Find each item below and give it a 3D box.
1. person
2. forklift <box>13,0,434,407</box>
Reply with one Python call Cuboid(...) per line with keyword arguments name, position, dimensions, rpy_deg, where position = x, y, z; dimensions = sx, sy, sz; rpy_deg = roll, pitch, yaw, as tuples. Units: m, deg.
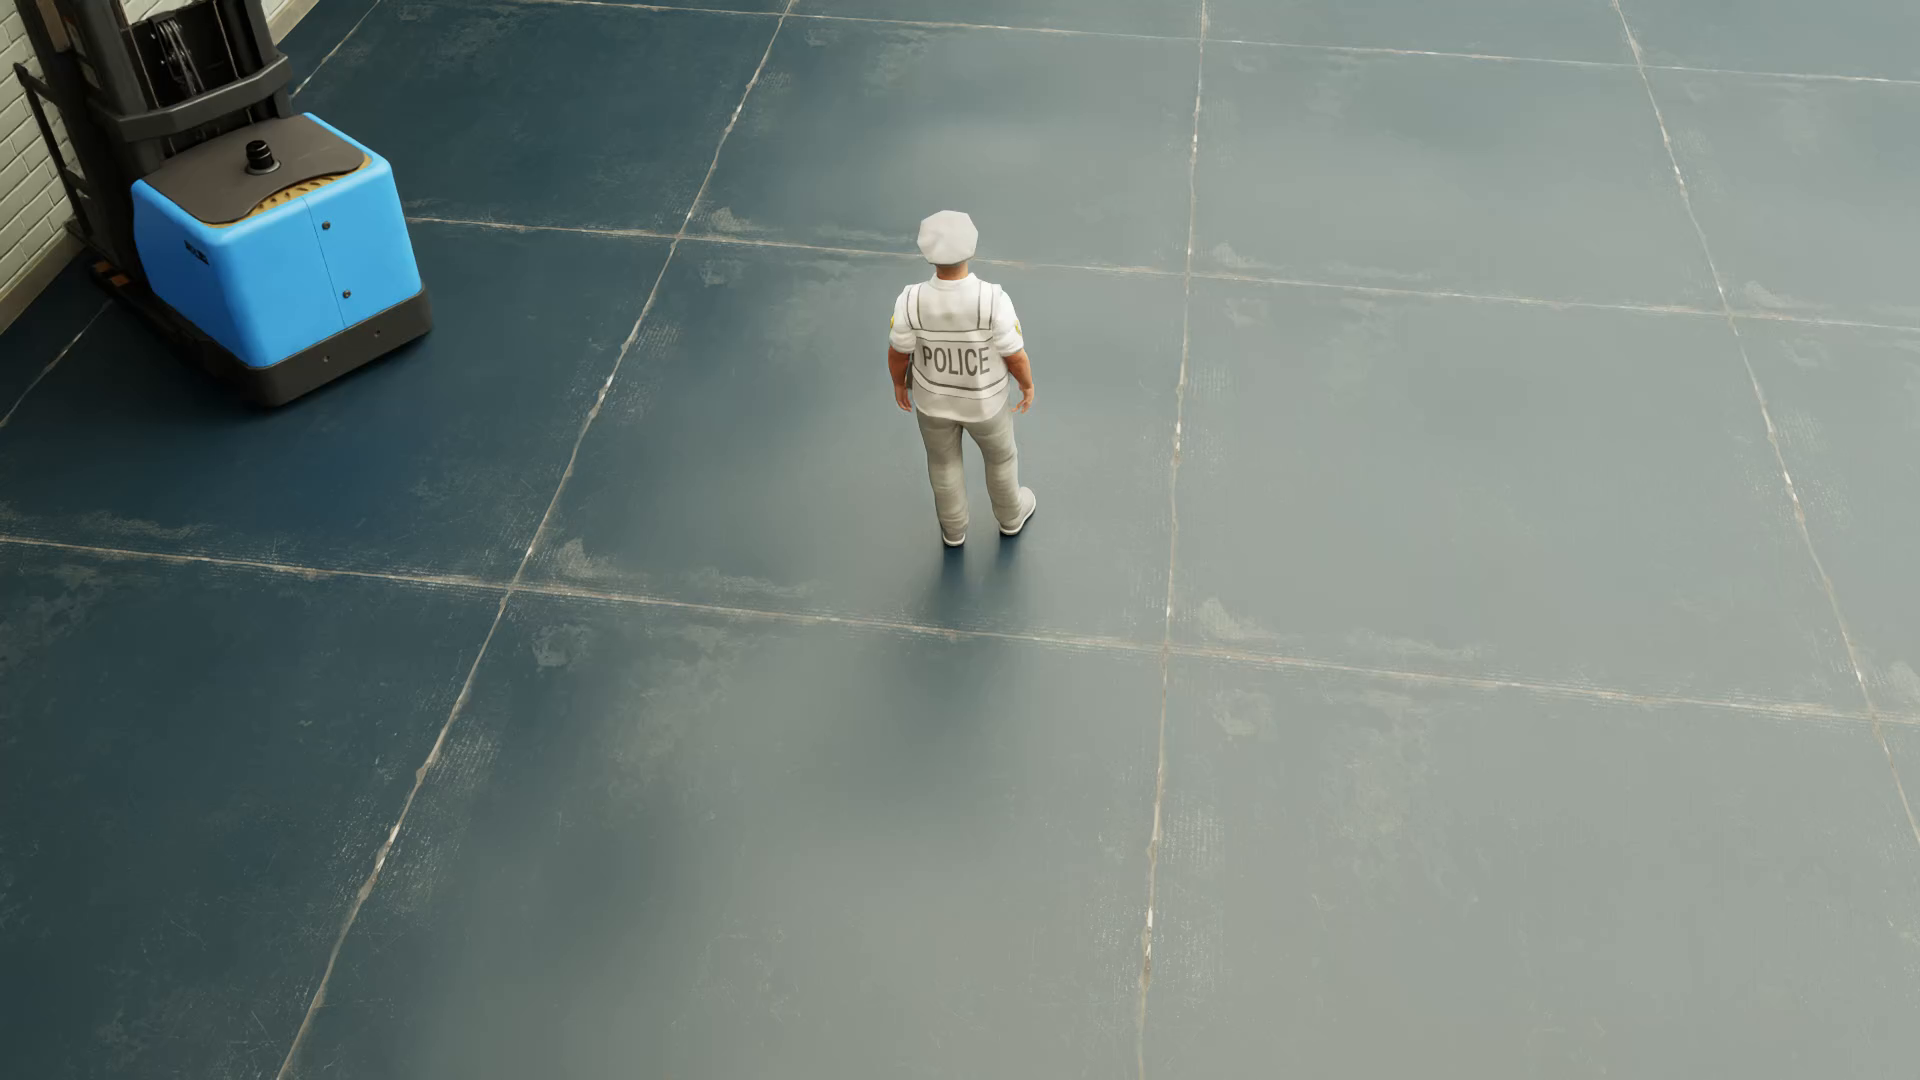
Cuboid(name="person", position=(0.023, -0.712, 7.339), dimensions=(0.640, 1.781, 0.575), rpy_deg=(5, 43, 6))
Cuboid(name="forklift", position=(-4.293, -2.634, 8.591), dimensions=(3.031, 2.935, 1.130), rpy_deg=(32, 51, 30))
